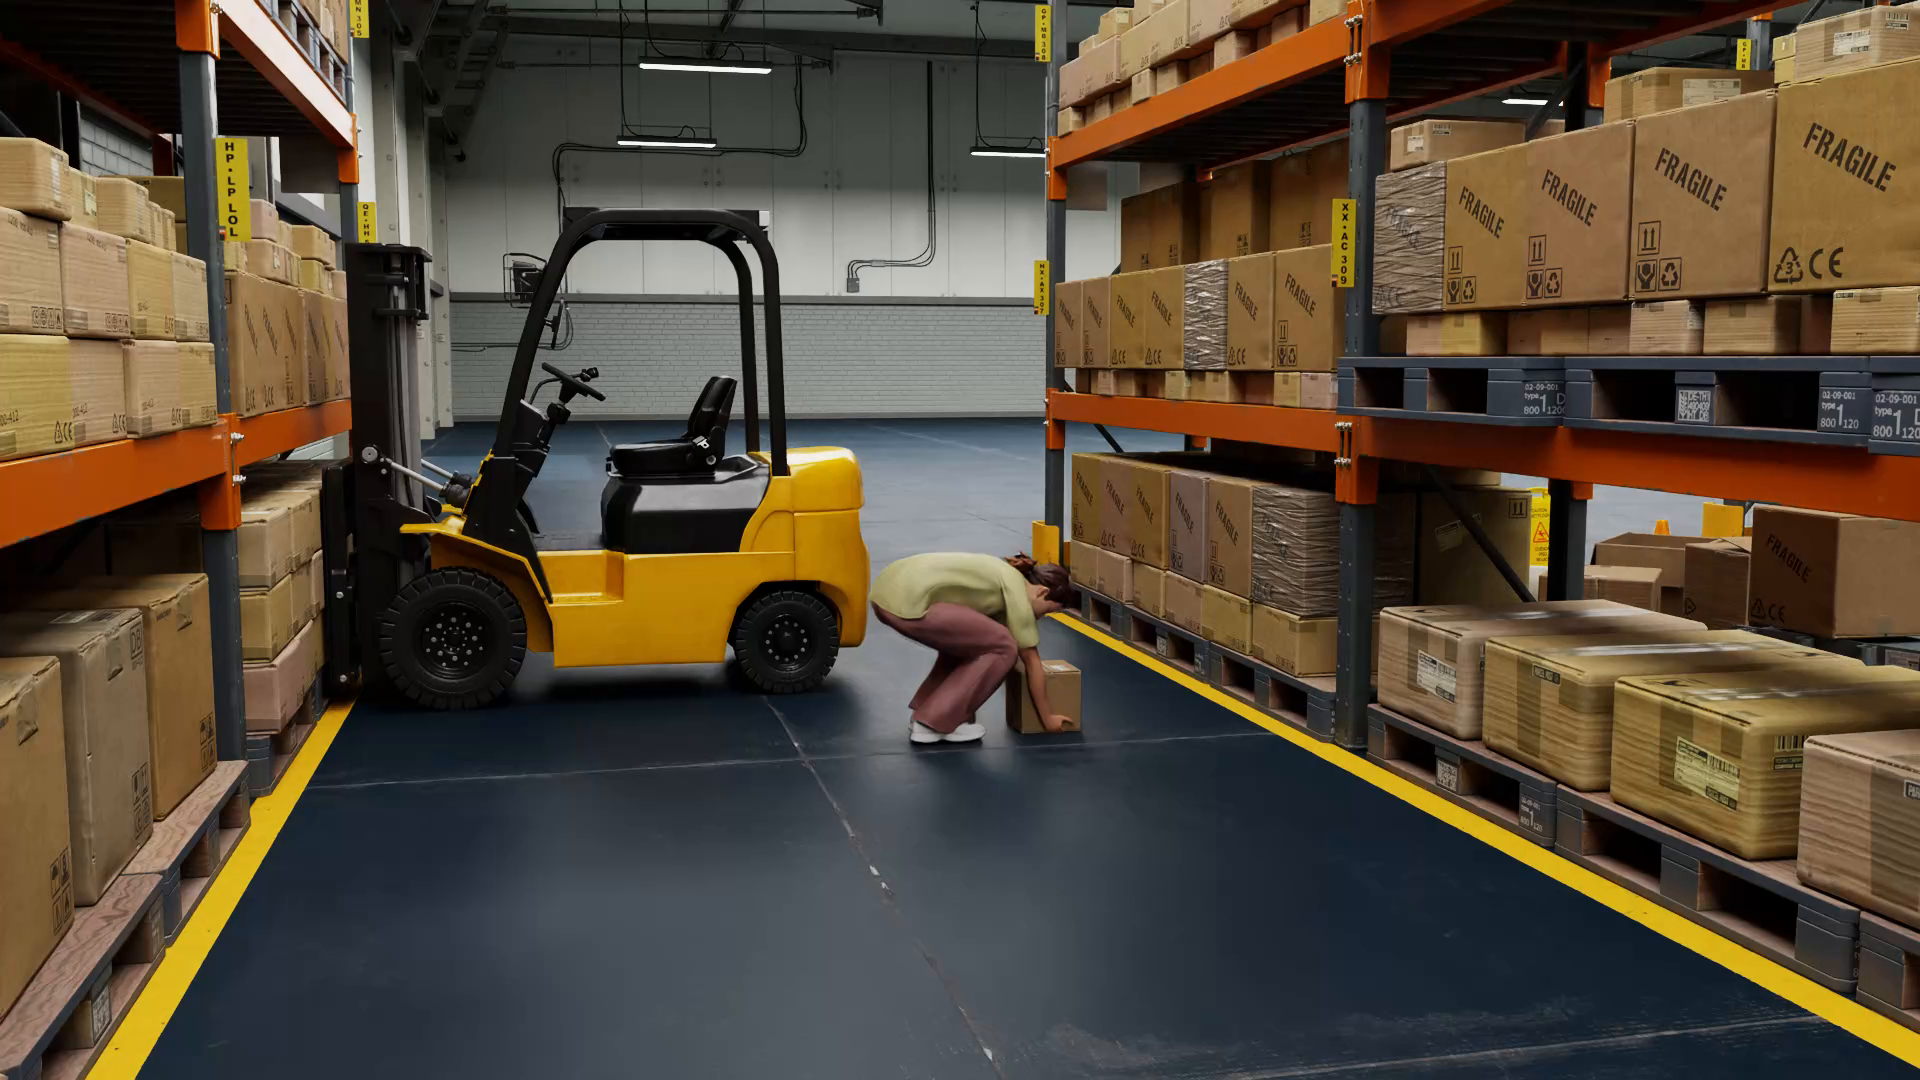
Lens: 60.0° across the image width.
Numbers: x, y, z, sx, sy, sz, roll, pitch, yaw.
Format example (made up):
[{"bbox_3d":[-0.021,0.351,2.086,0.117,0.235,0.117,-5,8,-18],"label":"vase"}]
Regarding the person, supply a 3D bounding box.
[{"bbox_3d":[0.059,0.420,6.688,0.866,0.753,0.448,-3,7,-23],"label":"person"}]
